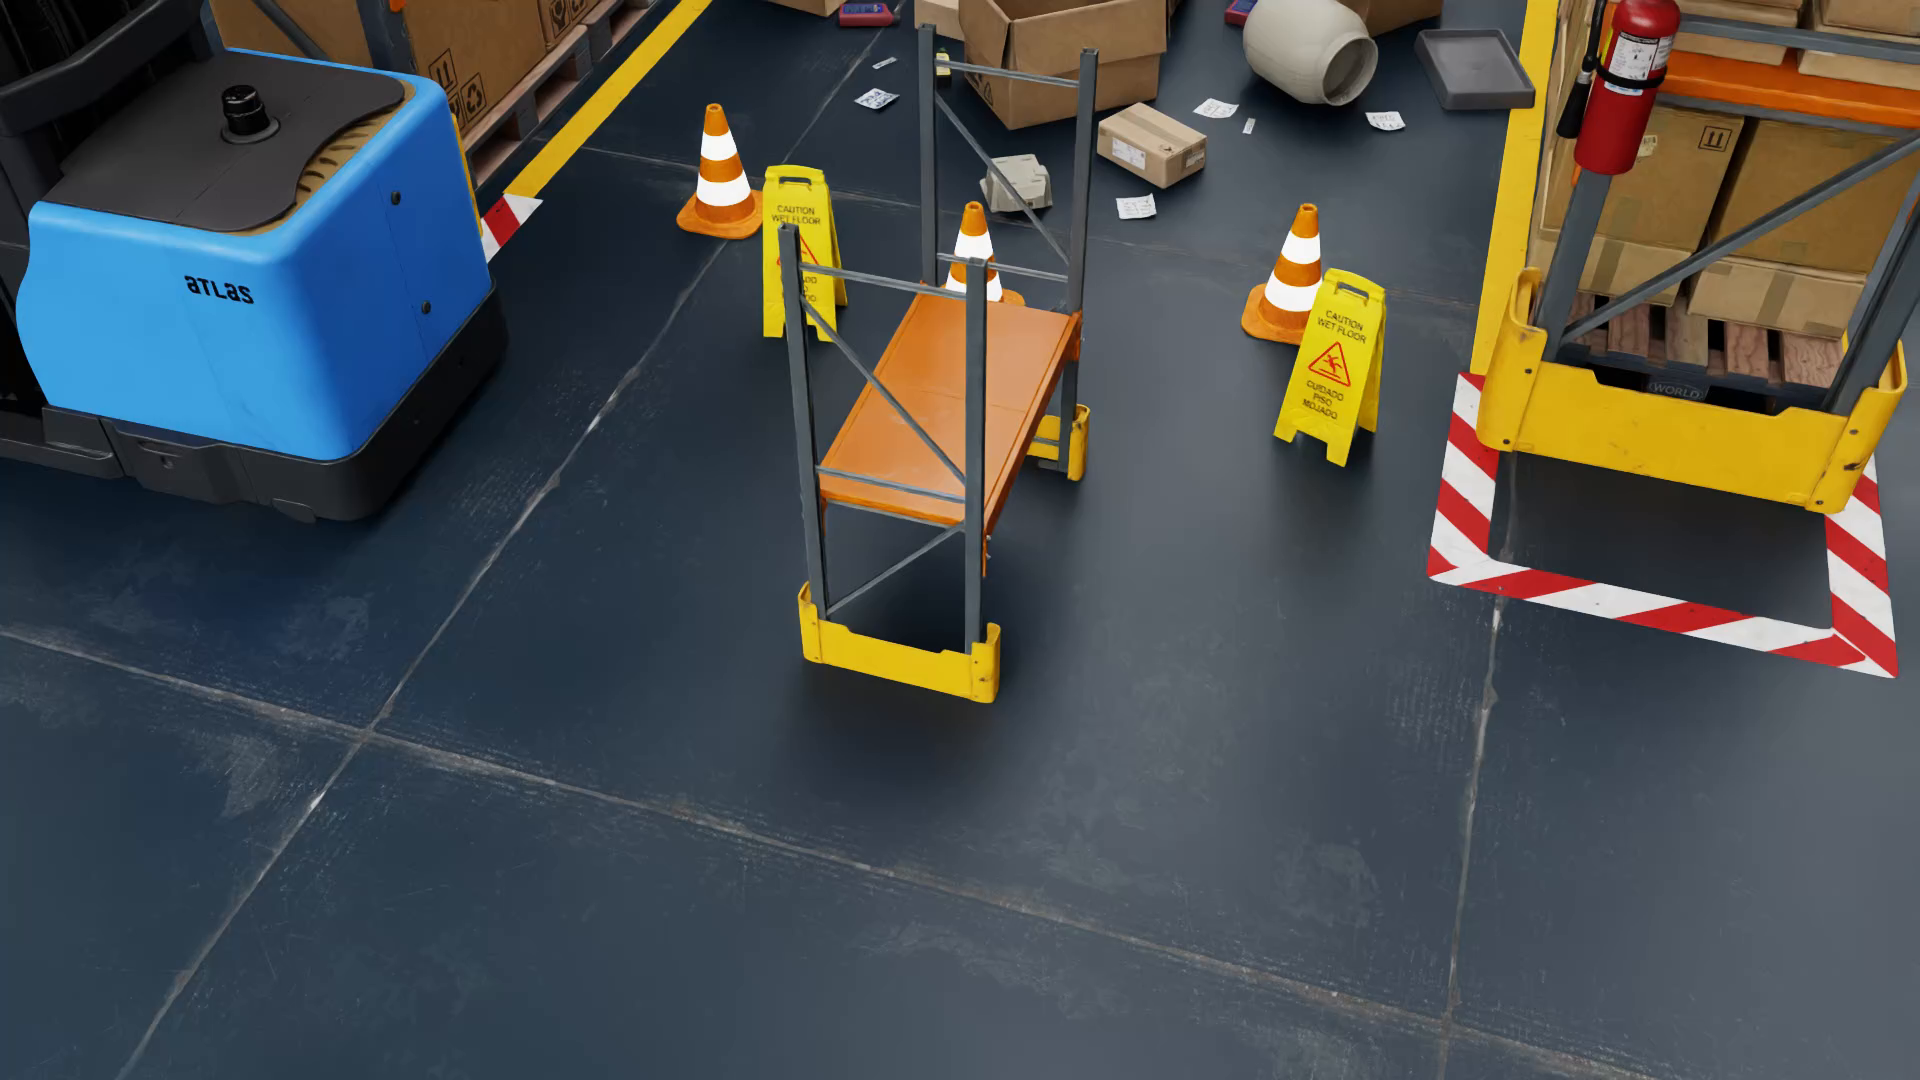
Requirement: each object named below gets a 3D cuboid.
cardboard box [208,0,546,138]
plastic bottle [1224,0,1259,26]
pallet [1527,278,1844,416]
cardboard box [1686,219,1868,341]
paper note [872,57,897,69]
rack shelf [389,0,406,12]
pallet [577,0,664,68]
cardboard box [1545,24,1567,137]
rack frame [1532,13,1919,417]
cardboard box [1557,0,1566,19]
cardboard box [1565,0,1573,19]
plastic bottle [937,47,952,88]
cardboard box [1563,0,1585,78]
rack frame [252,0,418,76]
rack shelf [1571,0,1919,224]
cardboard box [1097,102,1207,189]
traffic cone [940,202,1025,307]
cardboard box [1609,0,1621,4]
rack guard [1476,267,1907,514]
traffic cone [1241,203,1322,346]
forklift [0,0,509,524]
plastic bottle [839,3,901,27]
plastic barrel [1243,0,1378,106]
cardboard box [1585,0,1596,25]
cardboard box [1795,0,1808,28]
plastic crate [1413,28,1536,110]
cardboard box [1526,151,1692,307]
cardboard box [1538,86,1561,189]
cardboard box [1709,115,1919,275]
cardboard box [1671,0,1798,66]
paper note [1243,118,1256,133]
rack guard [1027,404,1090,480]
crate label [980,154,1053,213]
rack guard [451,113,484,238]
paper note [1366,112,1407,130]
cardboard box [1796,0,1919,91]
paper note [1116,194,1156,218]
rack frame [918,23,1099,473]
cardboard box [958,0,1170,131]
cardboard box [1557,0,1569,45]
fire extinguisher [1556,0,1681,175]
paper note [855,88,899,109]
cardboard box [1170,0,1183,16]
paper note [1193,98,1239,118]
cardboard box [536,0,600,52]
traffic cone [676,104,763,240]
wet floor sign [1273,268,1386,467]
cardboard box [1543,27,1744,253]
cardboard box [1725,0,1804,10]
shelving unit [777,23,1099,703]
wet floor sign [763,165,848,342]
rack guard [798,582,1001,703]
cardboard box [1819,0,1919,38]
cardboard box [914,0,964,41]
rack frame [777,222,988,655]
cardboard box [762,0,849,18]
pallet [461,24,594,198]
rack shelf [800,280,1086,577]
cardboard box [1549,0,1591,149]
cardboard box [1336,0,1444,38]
[{"bbox_3d":[-2.296,-2.169,6.541,0.875,0.875,0.875,13,46,13],"label":"cardboard box"},{"bbox_3d":[1.343,-2.485,7.745,0.133,0.061,0.283,20,48,19],"label":"plastic bottle"},{"bbox_3d":[2.613,-0.920,6.039,1.003,0.211,1.213,13,46,13],"label":"pallet"},{"bbox_3d":[2.818,-0.978,5.770,0.500,0.250,0.500,12,46,12],"label":"cardboard box"},{"bbox_3d":[-0.336,-2.128,7.418,0.123,0.001,0.032,-33,53,-29],"label":"paper note"},{"bbox_3d":[-1.832,-3.389,7.083,1.077,0.370,4.000,13,46,13],"label":"rack shelf"},{"bbox_3d":[-1.899,-2.676,7.834,1.003,0.211,1.213,13,46,13],"label":"pallet"},{"bbox_3d":[2.616,-1.788,6.599,0.500,0.250,0.500,11,45,11],"label":"cardboard box"},{"bbox_3d":[2.310,-1.332,4.466,1.000,3.000,0.127,13,46,13],"label":"rack frame"},{"bbox_3d":[2.935,-2.471,7.296,0.500,0.250,0.500,15,46,15],"label":"cardboard box"},{"bbox_3d":[2.776,-2.393,6.680,0.500,0.500,0.500,15,46,15],"label":"cardboard box"},{"bbox_3d":[-0.108,-2.091,7.343,0.133,0.061,0.283,-2,44,-2],"label":"plastic bottle"},{"bbox_3d":[2.619,-2.040,6.319,0.500,0.500,0.500,12,46,12],"label":"cardboard box"},{"bbox_3d":[-2.438,-2.313,5.469,1.000,3.000,0.127,13,46,13],"label":"rack frame"},{"bbox_3d":[2.916,-2.408,6.080,1.077,0.370,4.000,13,46,13],"label":"rack shelf"},{"bbox_3d":[0.782,-1.614,6.793,0.250,0.149,0.380,-33,53,-29],"label":"cardboard box"},{"bbox_3d":[0.050,-0.993,5.934,0.336,0.463,0.334,13,46,13],"label":"traffic cone"},{"bbox_3d":[2.191,-1.729,5.052,0.380,0.149,0.250,12,46,12],"label":"cardboard box"},{"bbox_3d":[2.333,-0.489,5.392,1.175,0.500,0.348,13,46,13],"label":"rack guard"},{"bbox_3d":[1.211,-0.985,5.925,0.336,0.463,0.334,13,46,13],"label":"traffic cone"},{"bbox_3d":[-3.164,-1.682,4.873,3.031,2.935,1.130,11,46,11],"label":"forklift"},{"bbox_3d":[-0.415,-2.427,7.687,0.283,0.061,0.133,-2,44,-2],"label":"plastic bottle"},{"bbox_3d":[1.493,-2.108,7.102,0.421,0.421,0.512,-24,49,-22],"label":"plastic barrel"},{"bbox_3d":[2.352,-1.847,5.658,0.380,0.149,0.250,14,46,14],"label":"cardboard box"},{"bbox_3d":[2.673,-1.596,4.916,0.380,0.149,0.250,13,46,13],"label":"cardboard box"},{"bbox_3d":[2.265,-2.081,7.320,0.402,0.080,0.583,-2,44,-2],"label":"plastic crate"},{"bbox_3d":[2.306,-1.111,5.906,0.500,0.250,0.500,12,46,12],"label":"cardboard box"},{"bbox_3d":[2.463,-1.438,6.241,0.500,0.250,0.500,13,46,13],"label":"cardboard box"},{"bbox_3d":[2.825,-1.262,5.525,0.500,0.500,0.500,11,45,11],"label":"cardboard box"},{"bbox_3d":[2.220,-1.536,4.855,0.380,0.149,0.250,14,46,14],"label":"cardboard box"},{"bbox_3d":[1.224,-1.752,7.033,0.032,0.001,0.123,13,46,13],"label":"paper note"},{"bbox_3d":[0.128,-0.370,5.450,0.587,0.250,0.087,13,46,13],"label":"rack guard"},{"bbox_3d":[0.229,-1.414,6.597,0.250,0.136,0.298,-9,45,-9],"label":"crate label"},{"bbox_3d":[-2.445,-1.403,6.327,1.175,0.500,0.348,13,46,13],"label":"rack guard"},{"bbox_3d":[1.807,-1.784,7.051,0.142,0.019,0.148,-2,44,-2],"label":"paper note"},{"bbox_3d":[2.610,-1.424,4.741,0.380,0.149,0.250,13,46,13],"label":"cardboard box"},{"bbox_3d":[0.699,-1.322,6.579,0.148,0.019,0.142,-2,44,-2],"label":"paper note"},{"bbox_3d":[0.128,-0.818,5.014,0.500,1.500,0.032,13,46,13],"label":"rack frame"},{"bbox_3d":[0.429,-2.146,7.084,0.797,0.503,0.637,-16,47,-16],"label":"cardboard box"},{"bbox_3d":[2.777,-2.117,6.934,0.500,0.250,0.500,12,46,12],"label":"cardboard box"},{"bbox_3d":[1.836,-1.325,4.515,0.296,0.674,0.183,13,46,13],"label":"fire extinguisher"},{"bbox_3d":[-0.358,-1.909,7.180,0.144,0.017,0.142,28,51,26],"label":"paper note"},{"bbox_3d":[0.705,-2.820,7.675,0.797,0.637,0.503,13,46,13],"label":"cardboard box"},{"bbox_3d":[1.100,-1.852,7.129,0.148,0.019,0.142,28,51,26],"label":"paper note"},{"bbox_3d":[-2.031,-2.756,7.141,0.875,0.875,0.875,12,46,12],"label":"cardboard box"},{"bbox_3d":[-0.924,-1.459,6.410,0.336,0.463,0.334,13,46,13],"label":"traffic cone"},{"bbox_3d":[1.233,-0.590,5.392,0.267,0.644,0.232,28,51,26],"label":"wet floor sign"},{"bbox_3d":[2.304,-1.356,5.621,0.500,0.500,0.500,13,46,13],"label":"cardboard box"},{"bbox_3d":[2.212,-1.894,4.756,0.500,0.500,0.500,12,46,12],"label":"cardboard box"},{"bbox_3d":[-0.023,-0.485,4.674,0.587,1.500,1.083,13,46,13],"label":"shelving unit"},{"bbox_3d":[-0.560,-1.033,5.844,0.267,0.644,0.232,5,45,5],"label":"wet floor sign"},{"bbox_3d":[-0.174,0.293,4.771,0.587,0.250,0.087,13,46,13],"label":"rack guard"},{"bbox_3d":[2.718,-1.731,4.590,0.500,0.500,0.500,12,46,12],"label":"cardboard box"},{"bbox_3d":[0.008,-2.466,7.580,0.396,0.266,0.258,20,48,19],"label":"cardboard box"},{"bbox_3d":[-0.180,-0.140,4.321,0.500,1.500,0.032,13,46,13],"label":"rack frame"},{"bbox_3d":[-0.719,-2.834,7.787,0.500,0.500,0.500,20,48,19],"label":"cardboard box"},{"bbox_3d":[-2.270,-1.865,7.006,1.003,0.211,1.213,13,46,13],"label":"pallet"},{"bbox_3d":[-0.026,-0.351,4.793,0.538,0.185,1.000,13,46,13],"label":"rack shelf"},{"bbox_3d":[2.459,-1.705,5.977,0.500,0.500,0.500,14,46,14],"label":"cardboard box"},{"bbox_3d":[1.900,-2.679,7.629,0.500,0.500,0.500,-24,49,-22],"label":"cardboard box"}]
